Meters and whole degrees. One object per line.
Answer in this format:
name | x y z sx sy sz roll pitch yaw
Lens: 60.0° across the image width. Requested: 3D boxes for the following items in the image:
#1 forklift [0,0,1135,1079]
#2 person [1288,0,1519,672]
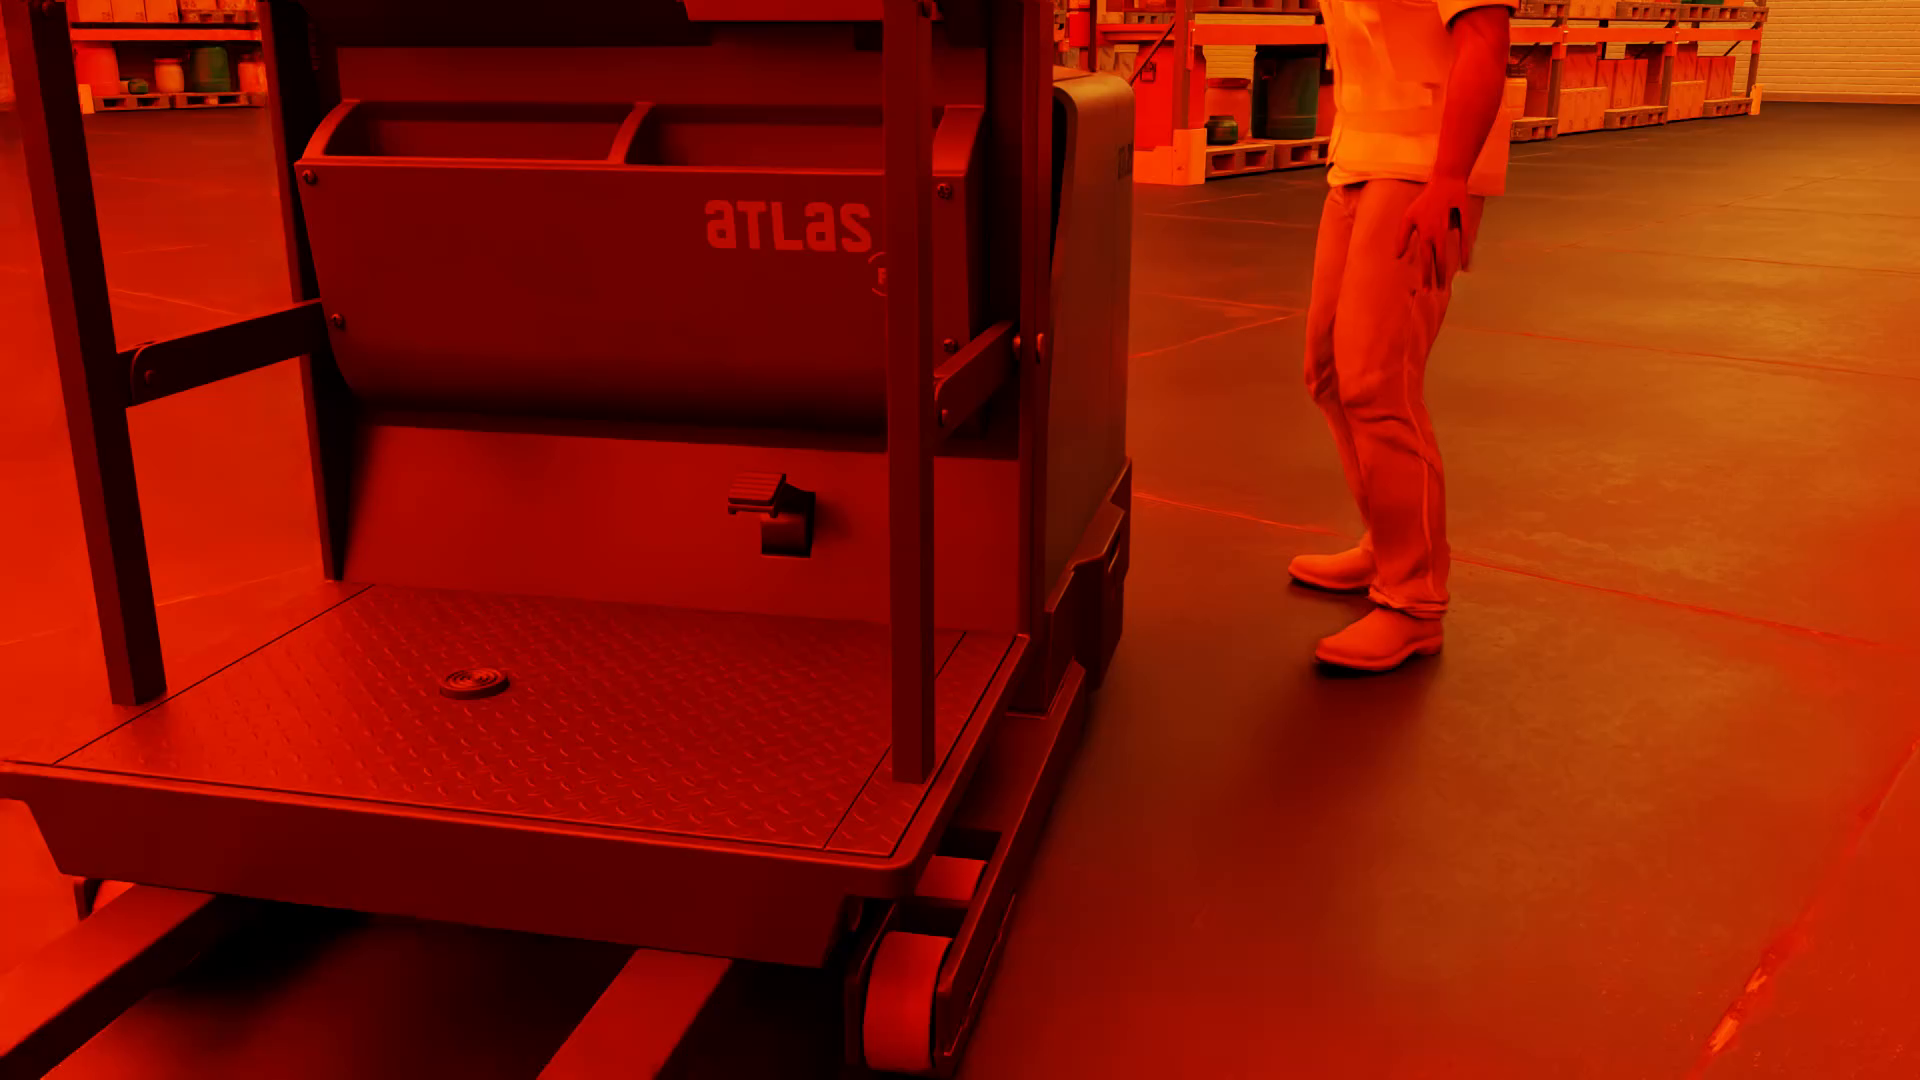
forklift | -0.475 -0.905 1.878 1.130 2.935 3.031 4 17 12
person | 0.828 -0.697 3.251 0.431 1.735 0.850 0 17 -1
